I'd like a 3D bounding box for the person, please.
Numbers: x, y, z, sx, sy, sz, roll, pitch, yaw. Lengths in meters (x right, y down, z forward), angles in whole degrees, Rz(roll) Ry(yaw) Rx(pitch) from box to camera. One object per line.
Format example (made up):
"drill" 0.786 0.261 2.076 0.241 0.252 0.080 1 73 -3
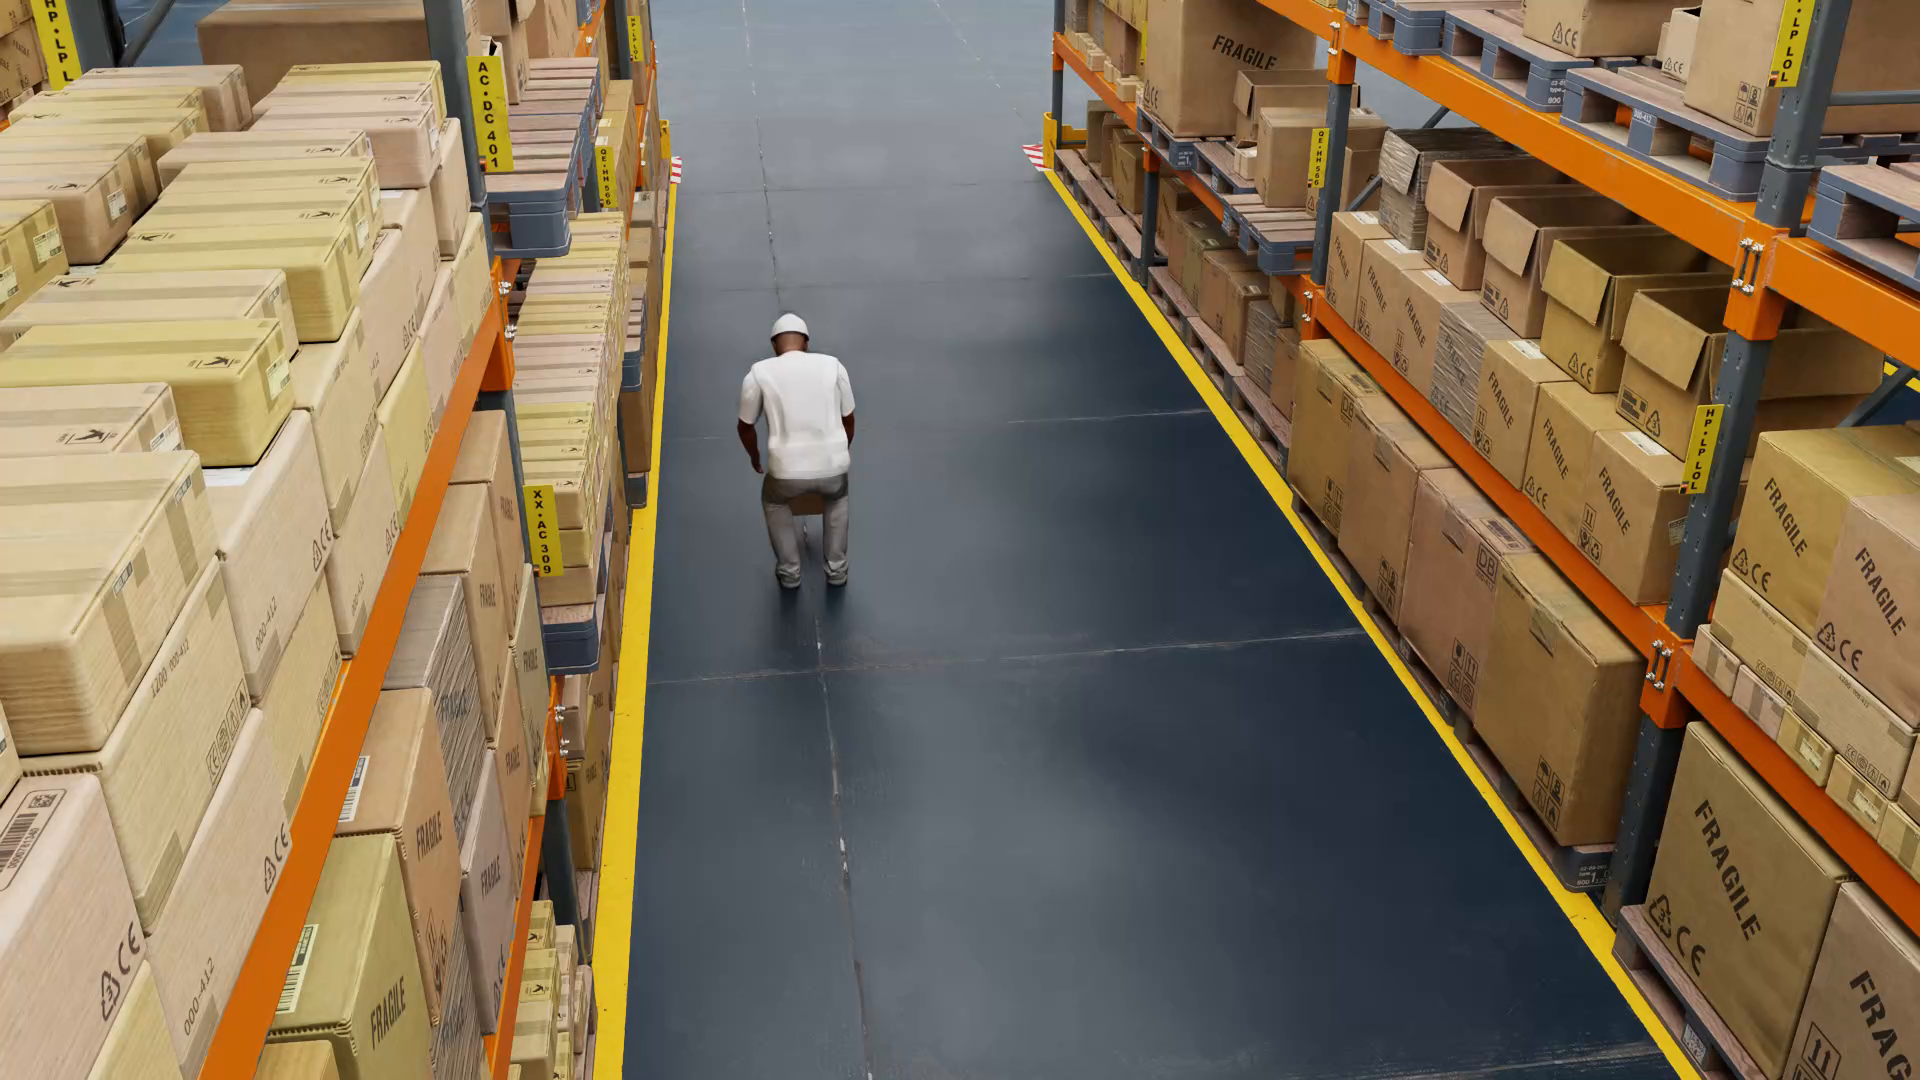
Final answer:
"person" -0.861 -0.452 8.879 0.632 1.405 0.762 -4 27 -8
